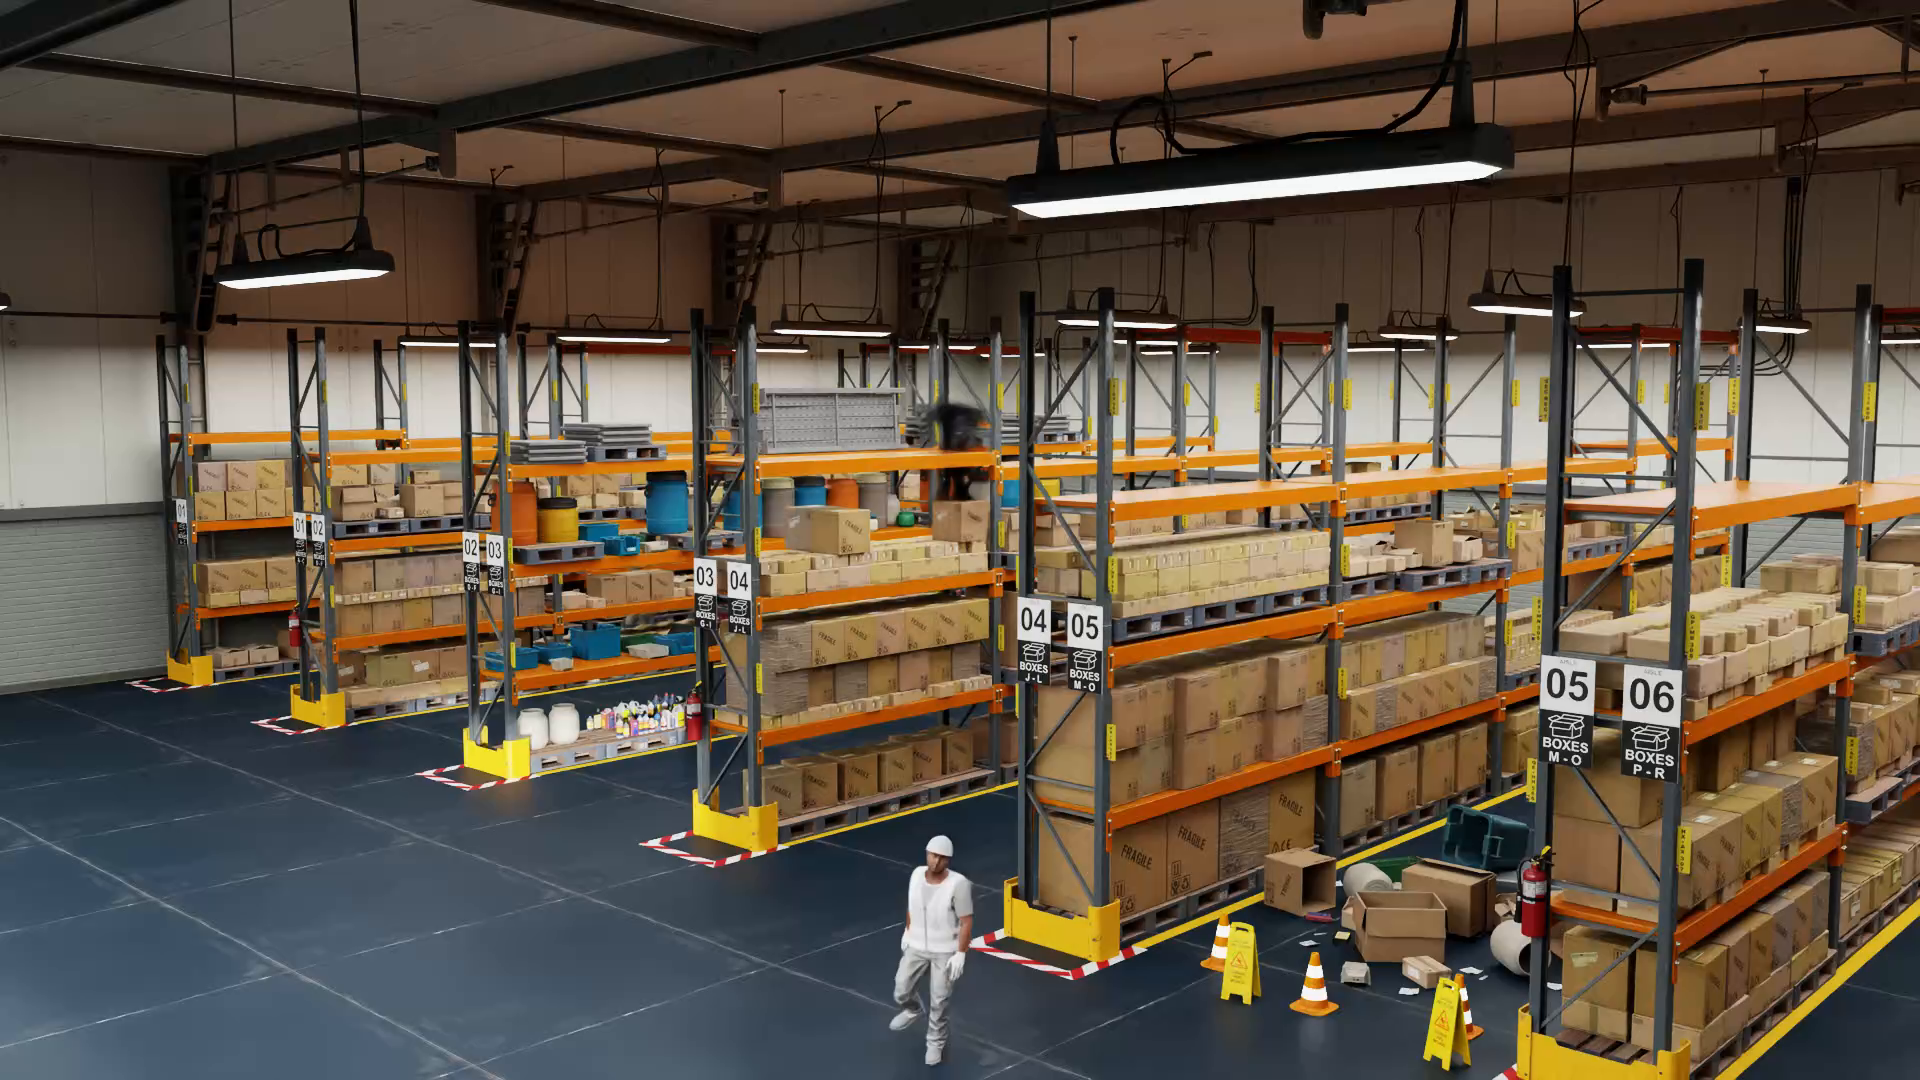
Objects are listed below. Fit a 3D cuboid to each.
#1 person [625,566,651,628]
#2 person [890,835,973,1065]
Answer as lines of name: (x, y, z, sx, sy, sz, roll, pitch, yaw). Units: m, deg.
person: (-6.275, 1.298, 32.254, 0.663, 1.697, 0.736, 3, 6, 25)
person: (-0.233, 3.109, 12.745, 0.777, 1.752, 0.584, 2, 6, 24)
